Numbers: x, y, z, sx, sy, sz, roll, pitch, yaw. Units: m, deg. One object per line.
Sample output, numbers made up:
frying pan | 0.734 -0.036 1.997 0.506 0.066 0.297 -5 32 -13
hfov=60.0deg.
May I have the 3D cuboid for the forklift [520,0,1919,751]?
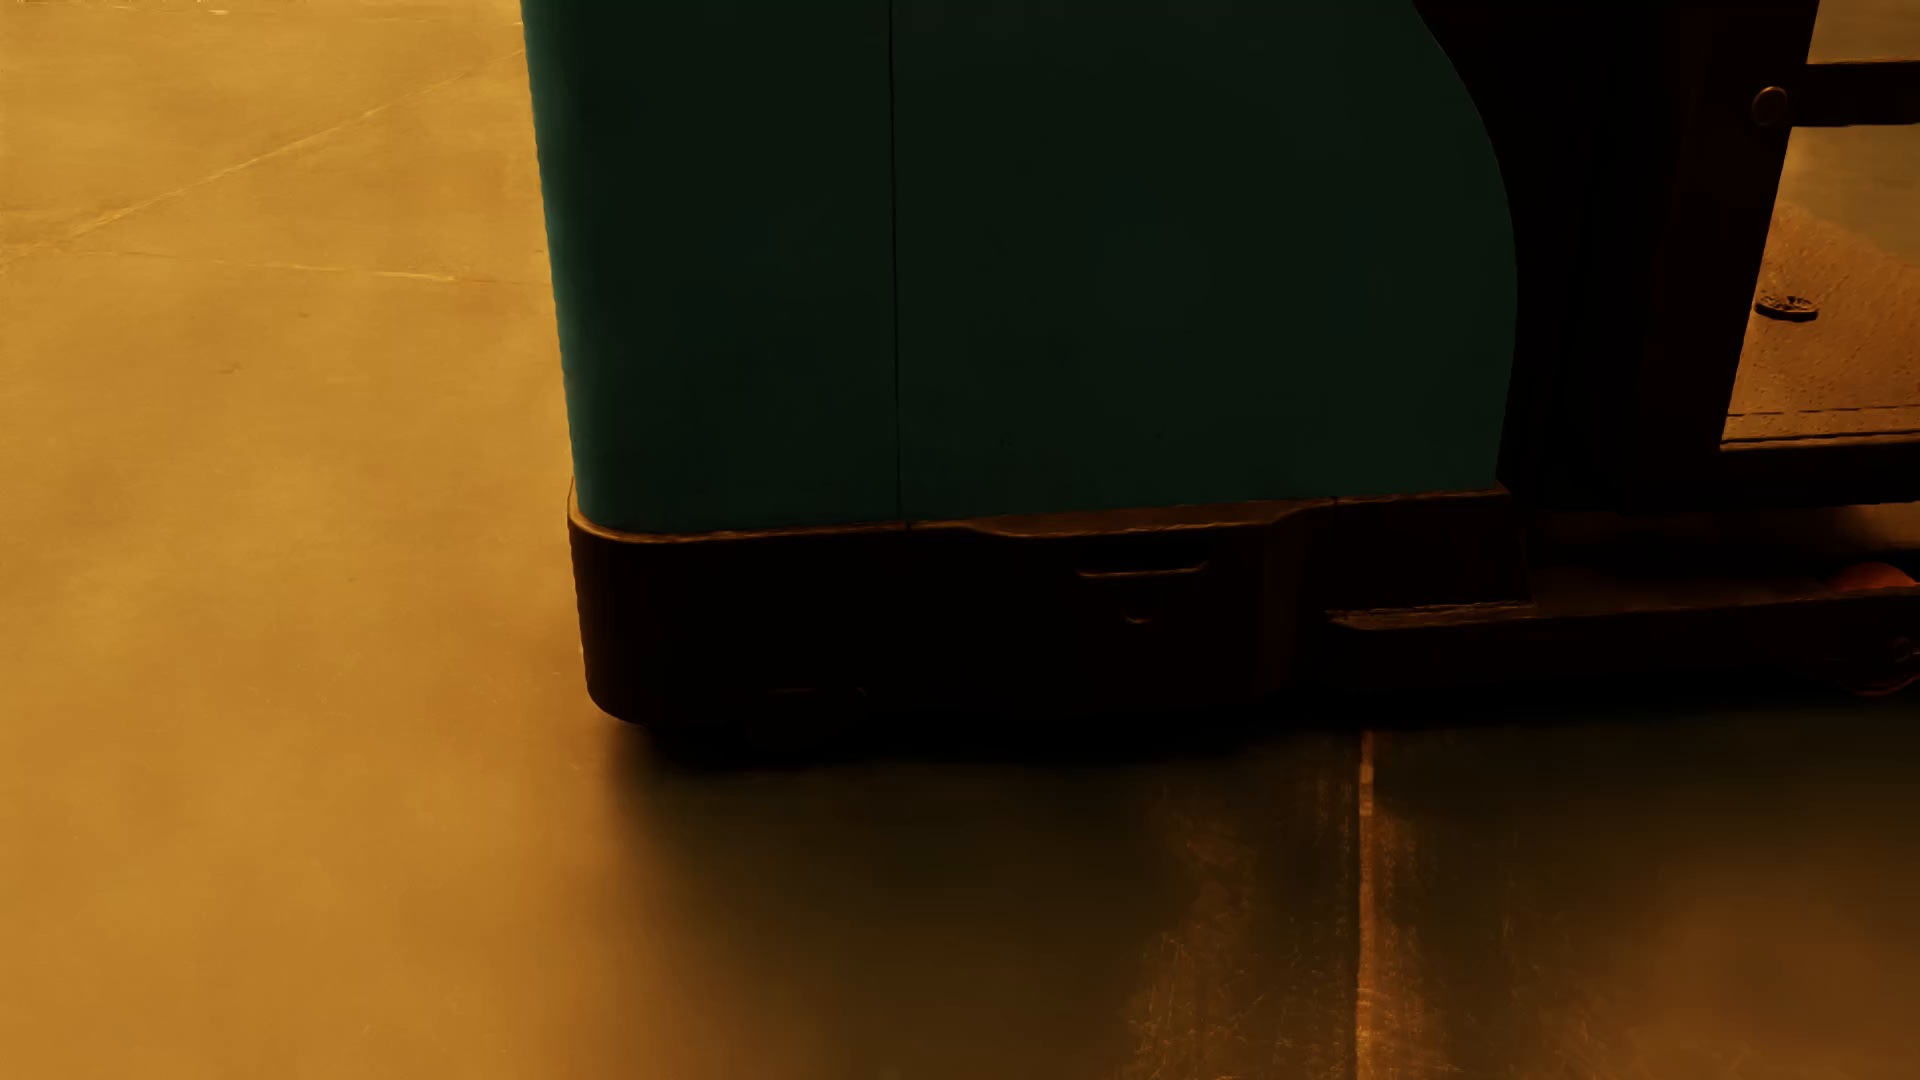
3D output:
forklift | 1.002 -1.345 1.912 3.031 2.935 1.130 -3 27 -7
